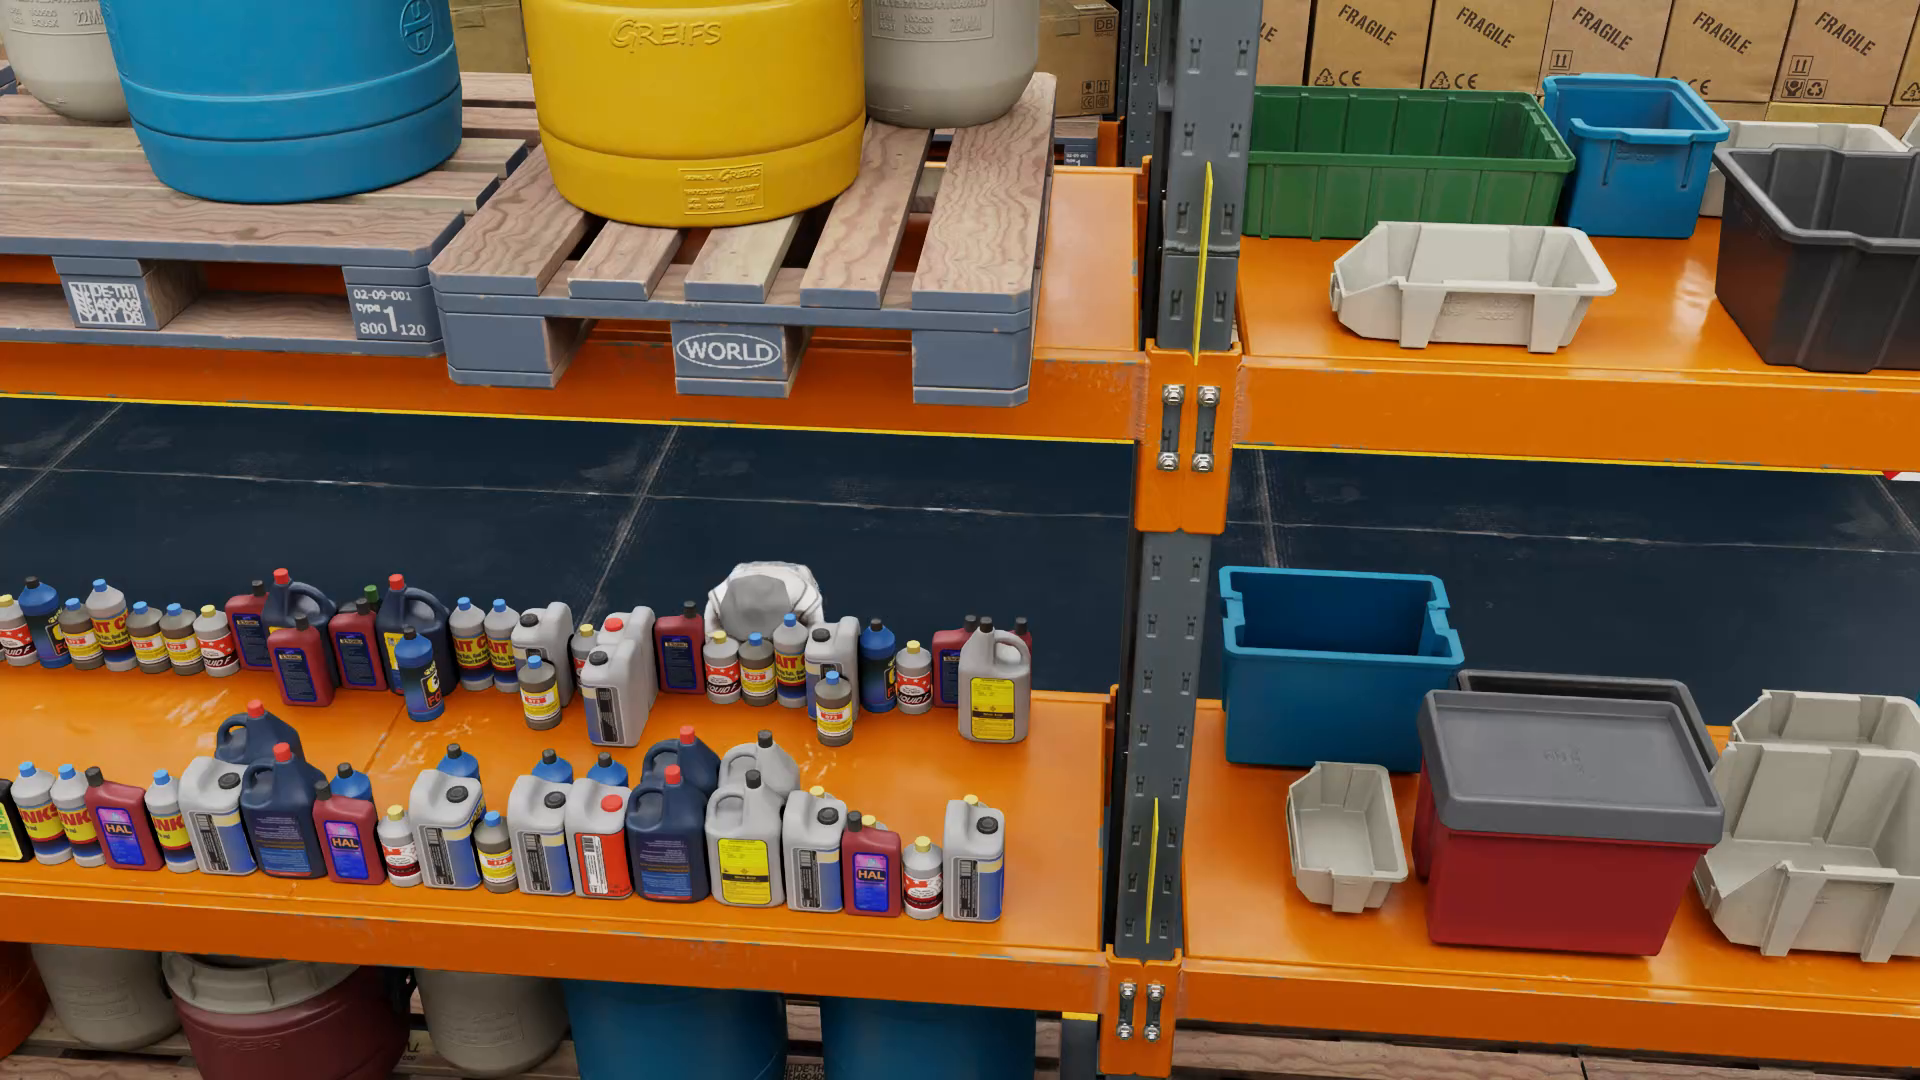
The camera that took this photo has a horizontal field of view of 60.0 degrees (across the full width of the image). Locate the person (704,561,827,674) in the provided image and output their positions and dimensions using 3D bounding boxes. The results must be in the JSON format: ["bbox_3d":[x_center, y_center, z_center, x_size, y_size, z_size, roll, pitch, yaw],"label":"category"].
[{"bbox_3d":[-0.710,0.414,6.134,0.458,0.979,0.859,2,32,3],"label":"person"}]
